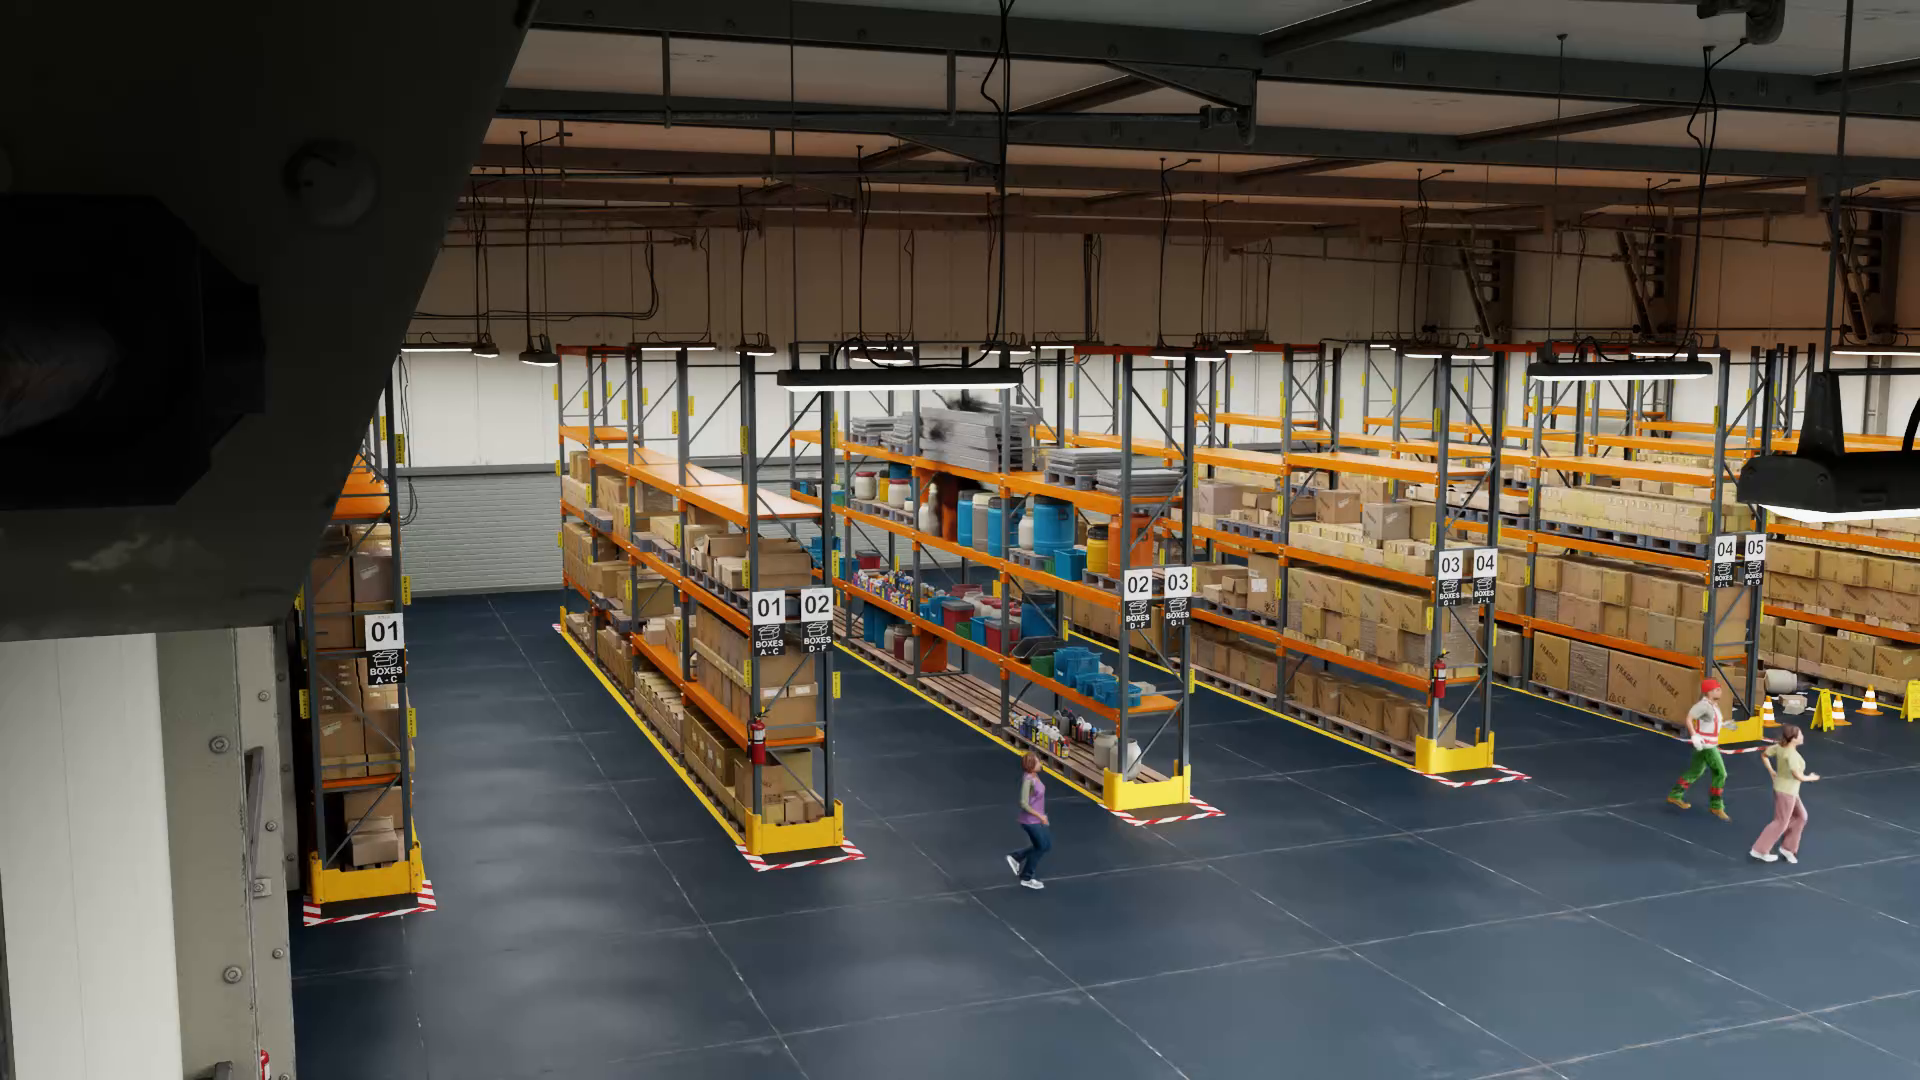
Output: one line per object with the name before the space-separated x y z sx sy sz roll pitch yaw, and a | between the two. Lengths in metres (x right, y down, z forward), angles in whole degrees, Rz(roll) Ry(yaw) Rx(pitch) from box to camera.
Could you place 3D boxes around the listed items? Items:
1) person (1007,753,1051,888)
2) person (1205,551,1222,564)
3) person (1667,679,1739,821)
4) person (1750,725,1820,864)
person | 0.781 3.180 18.877 0.488 1.566 0.541 1 7 8
person | 6.440 0.177 41.970 0.667 1.710 0.584 -2 8 -18
person | 9.687 2.706 21.668 0.809 1.841 0.638 3 8 22
person | 9.751 3.033 19.664 0.715 1.737 0.591 1 7 10
